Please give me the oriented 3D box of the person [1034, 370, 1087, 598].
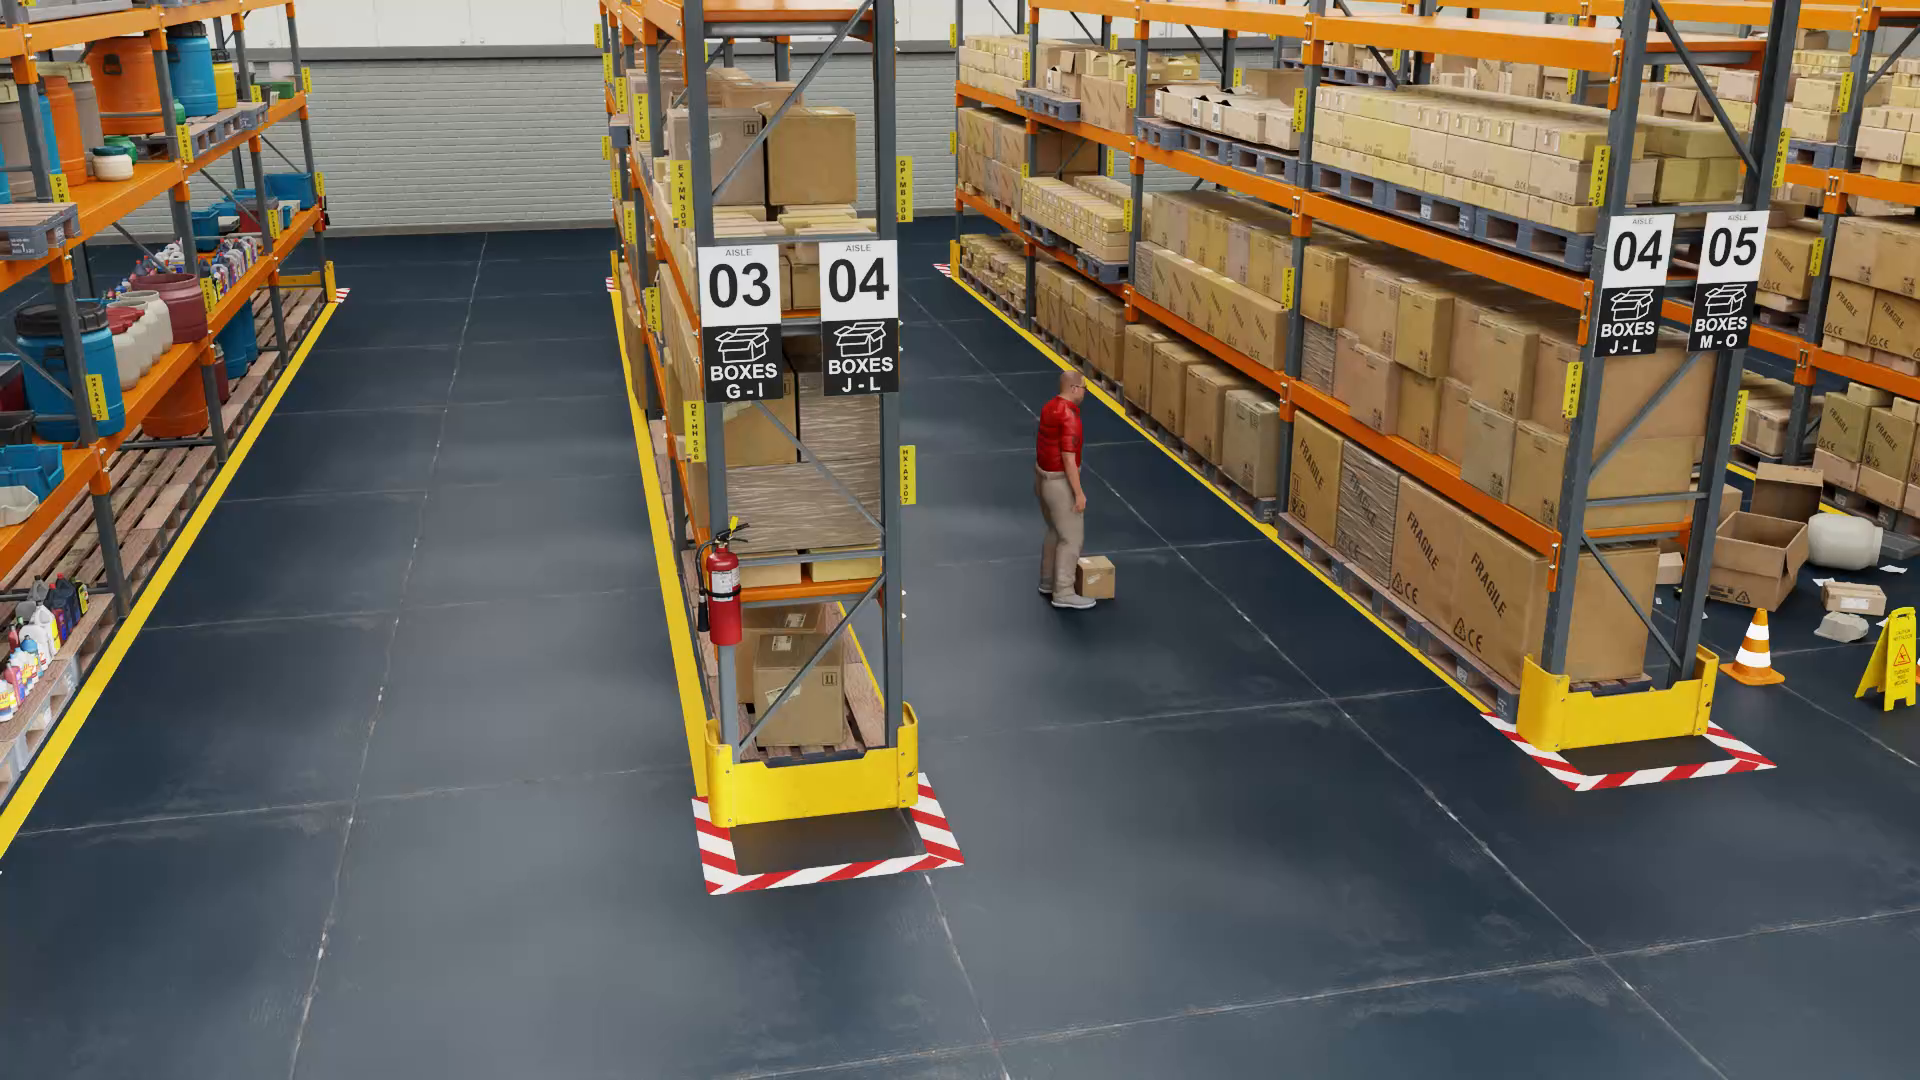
[{"bbox_3d":[0.746,-0.426,12.190,0.372,1.657,0.593,-6,20,-16],"label":"person"}]
